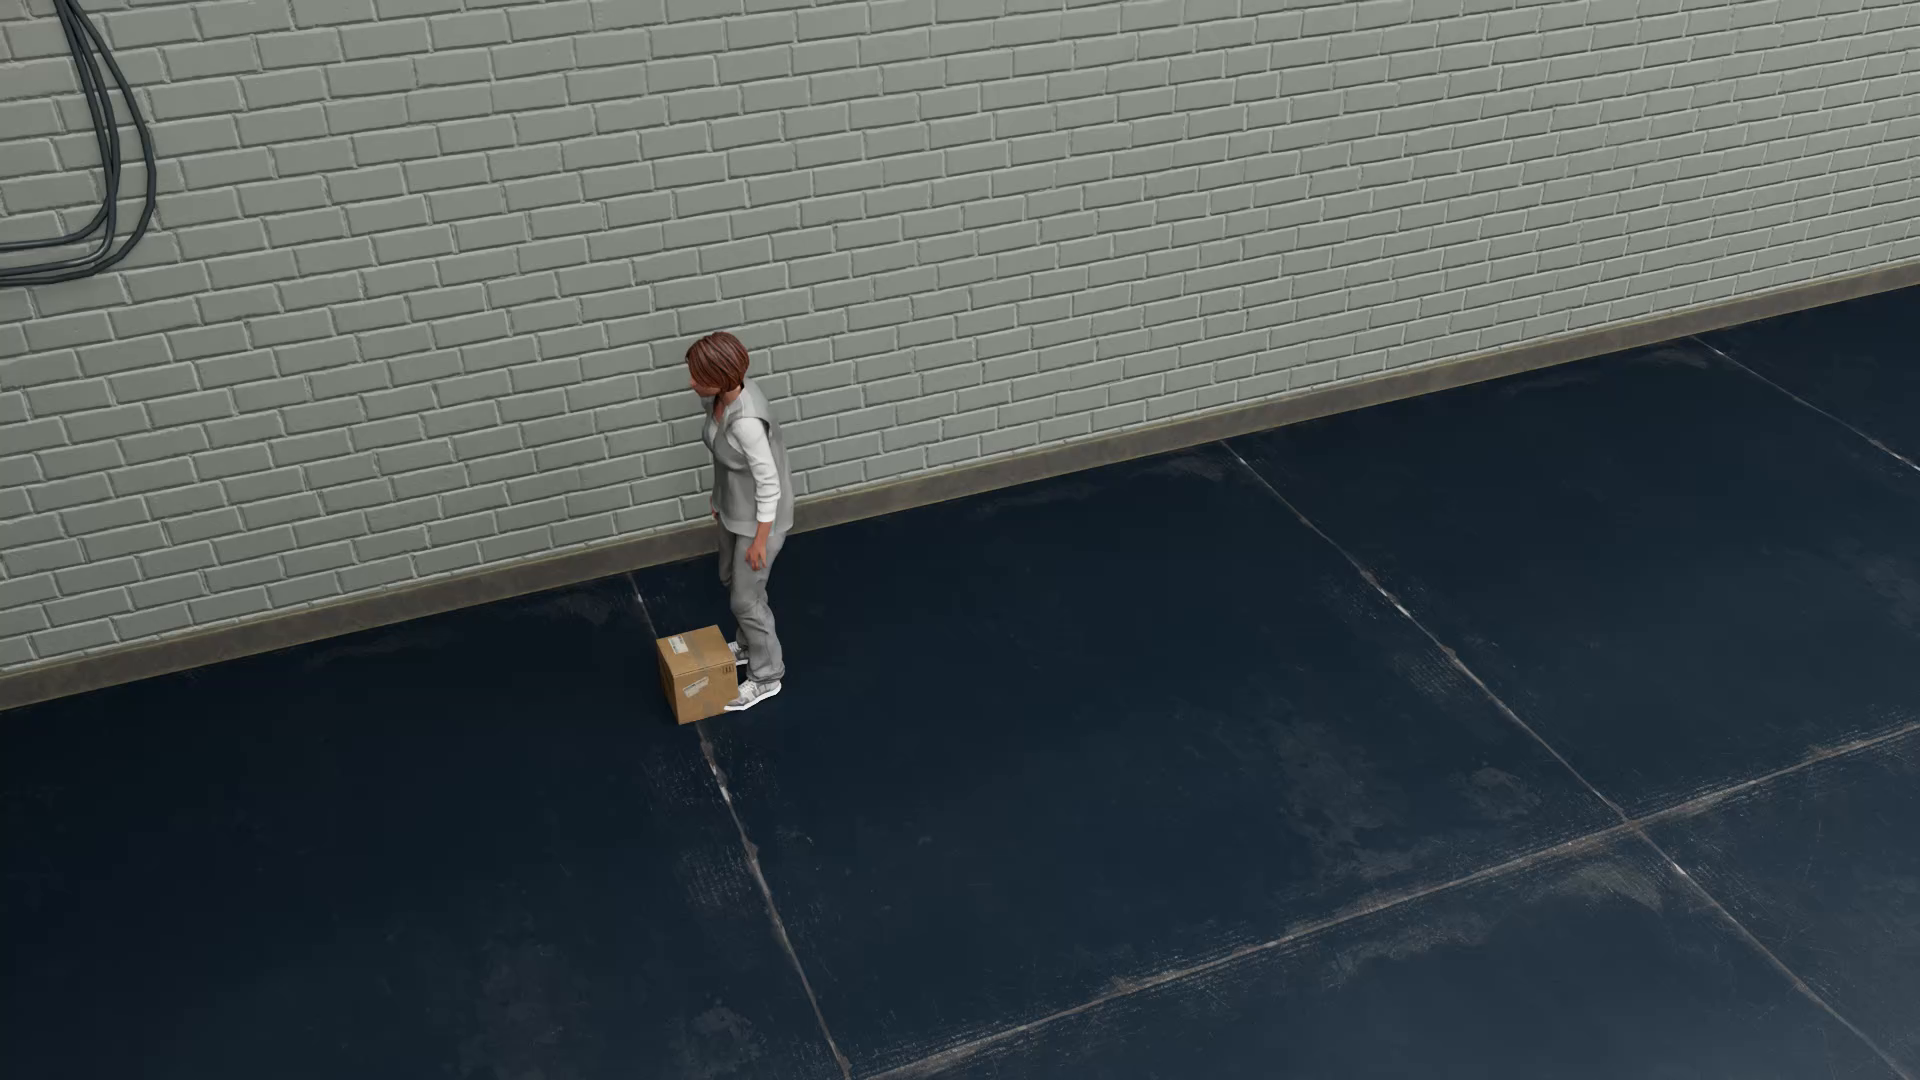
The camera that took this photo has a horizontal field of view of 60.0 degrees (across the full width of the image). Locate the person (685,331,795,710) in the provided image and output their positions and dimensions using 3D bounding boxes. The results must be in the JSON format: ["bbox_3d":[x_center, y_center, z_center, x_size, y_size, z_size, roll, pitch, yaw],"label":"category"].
[{"bbox_3d":[-0.824,-0.078,6.267,0.374,1.593,0.485,-15,37,-21],"label":"person"}]
